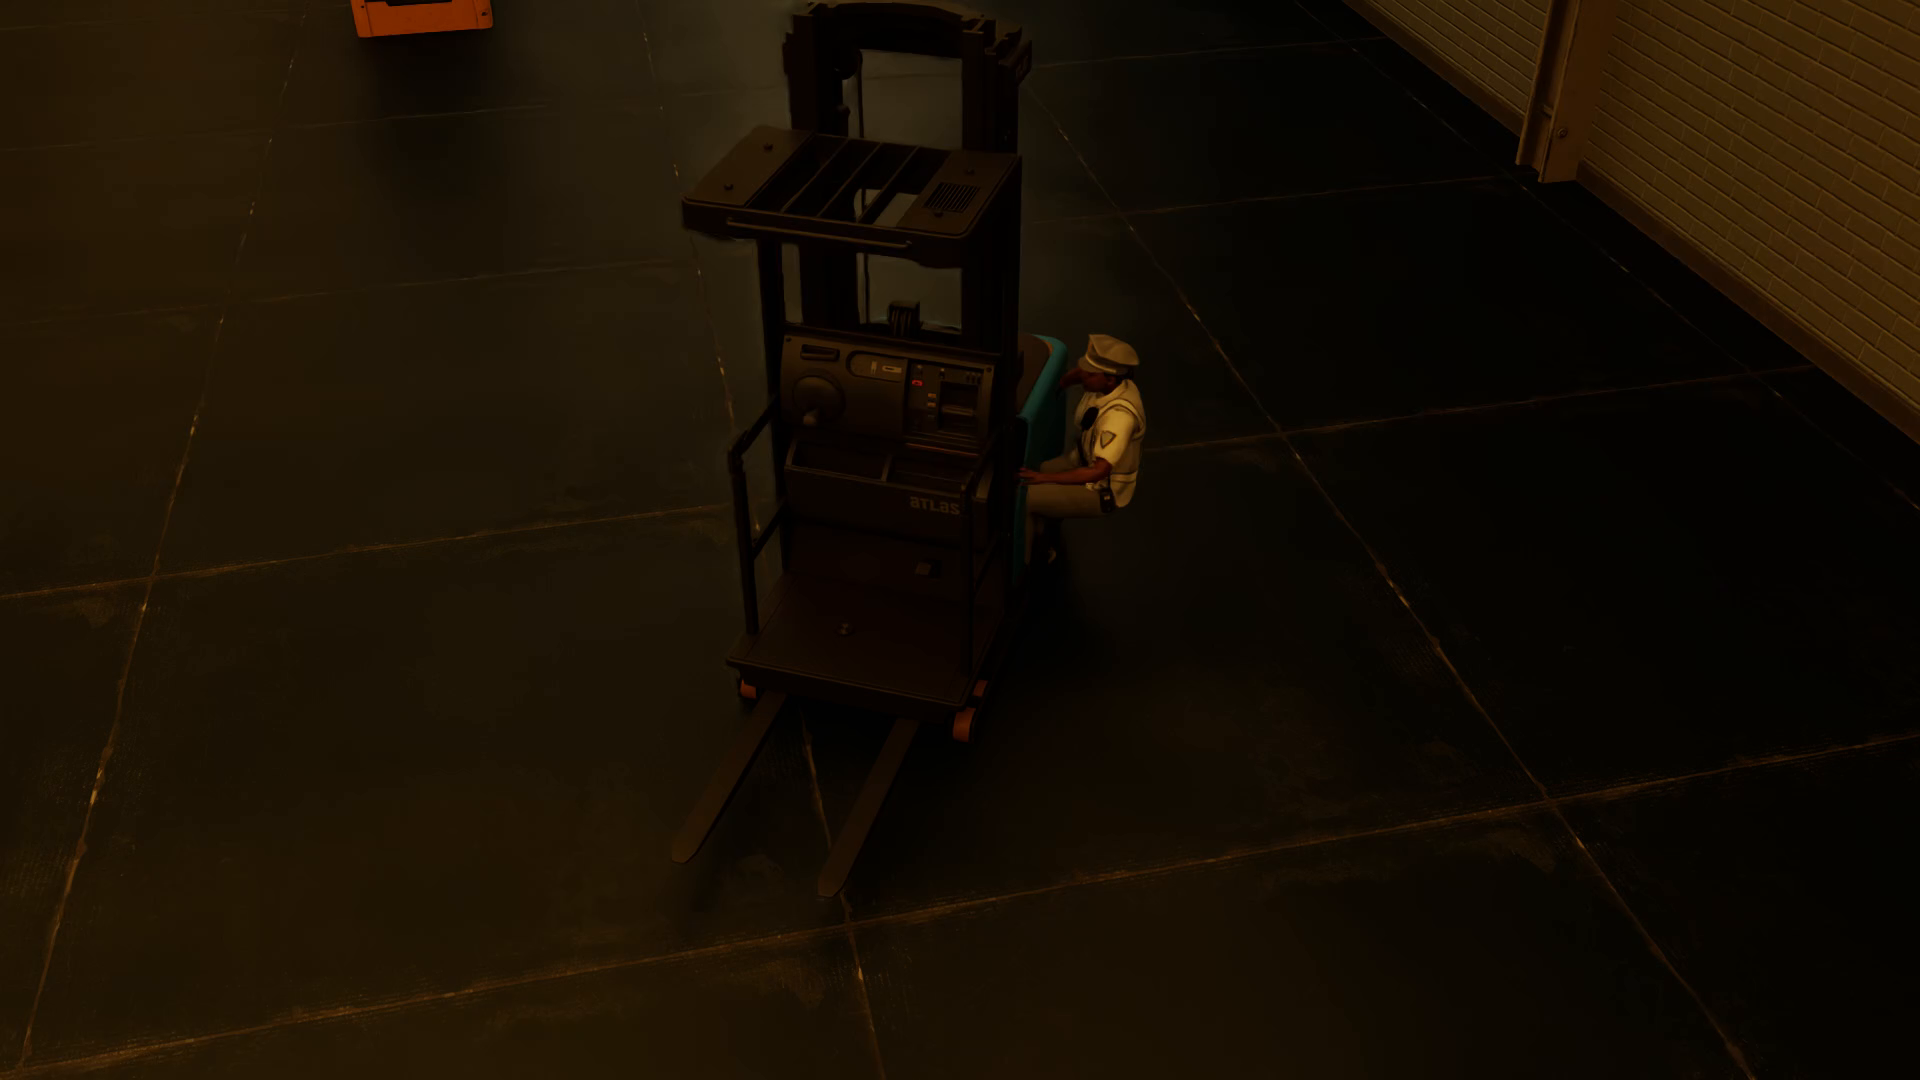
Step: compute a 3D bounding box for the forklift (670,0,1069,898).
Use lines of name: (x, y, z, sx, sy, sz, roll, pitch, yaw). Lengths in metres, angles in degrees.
forklift: (-0.370, -0.557, 6.824, 1.130, 2.935, 3.031, 10, 37, 13)

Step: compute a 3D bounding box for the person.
person: (0.430, -0.321, 7.758, 0.817, 1.441, 0.887, -9, 37, -12)
